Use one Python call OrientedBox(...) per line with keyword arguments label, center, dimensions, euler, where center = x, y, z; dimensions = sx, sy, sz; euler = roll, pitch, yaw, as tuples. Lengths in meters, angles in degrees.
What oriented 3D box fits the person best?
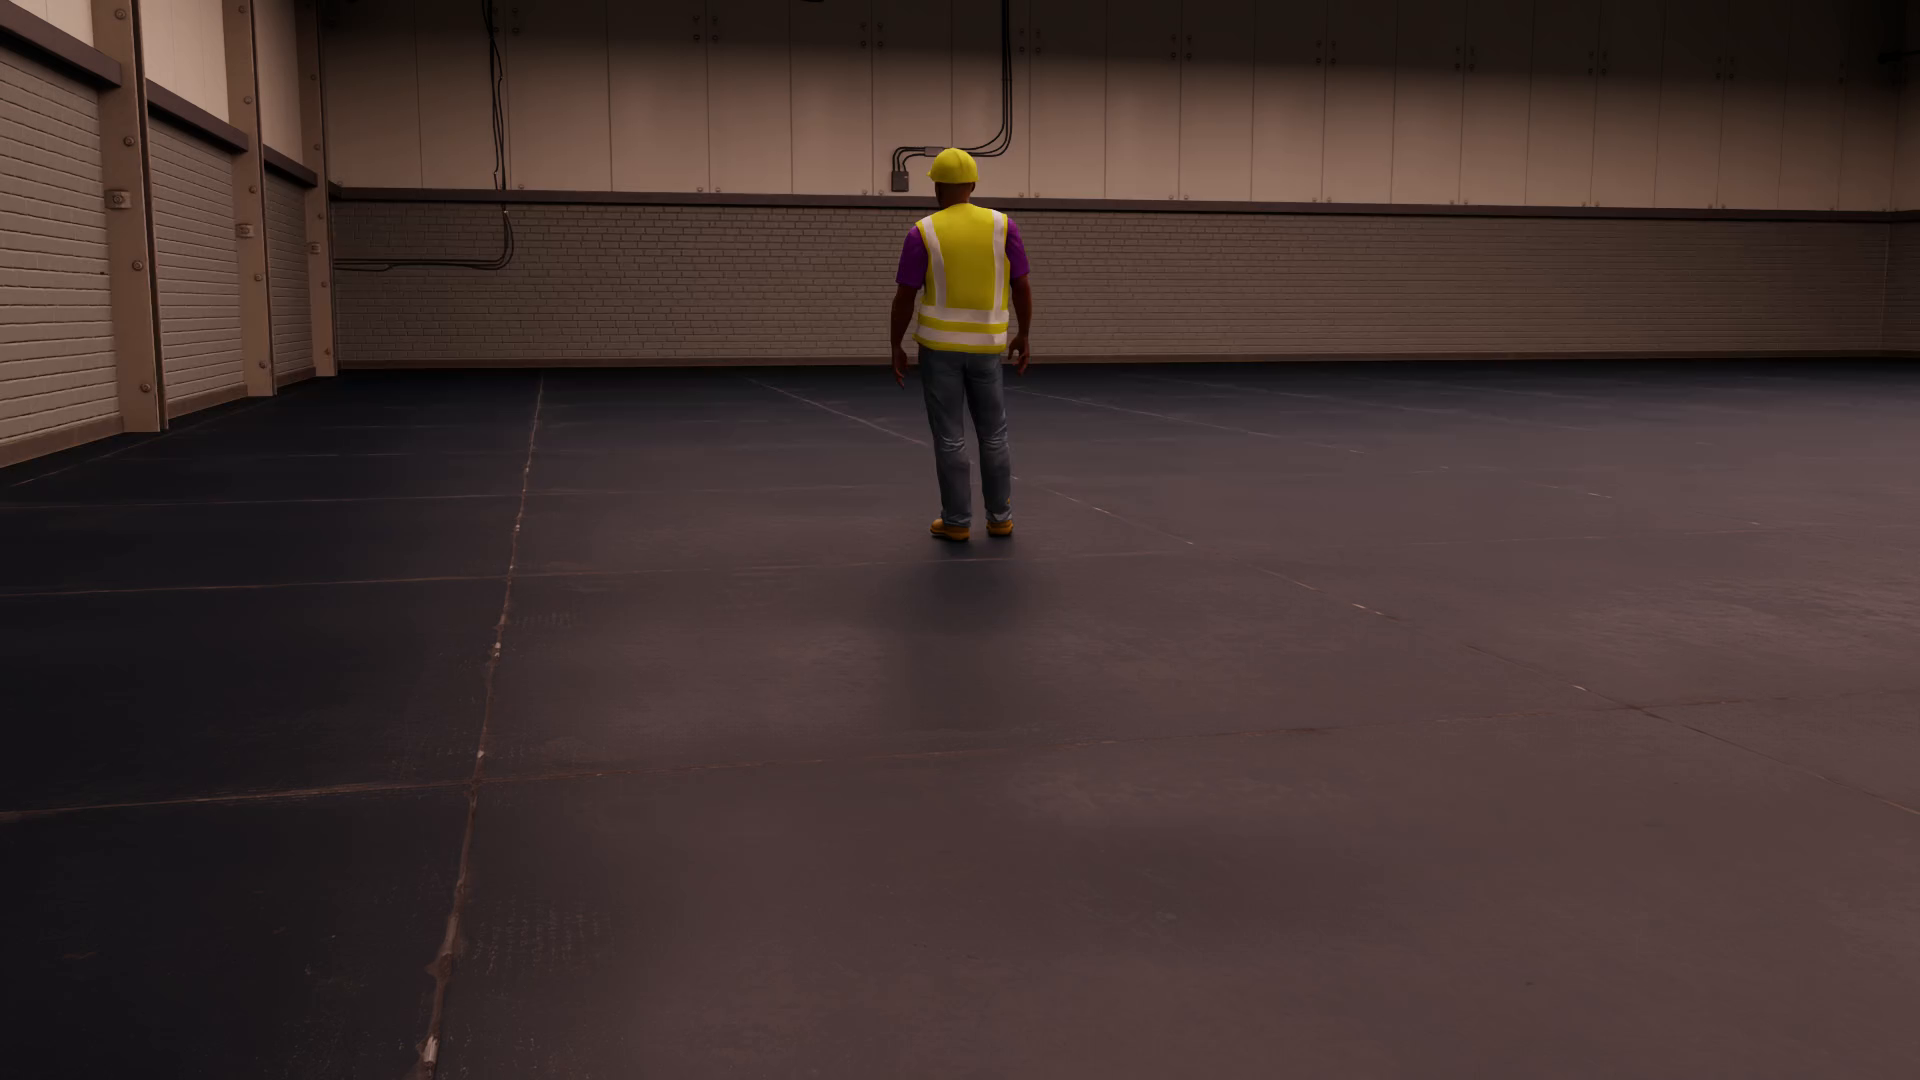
OrientedBox(label="person", center=(-0.010, -0.891, 7.652), dimensions=(0.665, 1.765, 0.577), euler=(-2, 8, -13))
